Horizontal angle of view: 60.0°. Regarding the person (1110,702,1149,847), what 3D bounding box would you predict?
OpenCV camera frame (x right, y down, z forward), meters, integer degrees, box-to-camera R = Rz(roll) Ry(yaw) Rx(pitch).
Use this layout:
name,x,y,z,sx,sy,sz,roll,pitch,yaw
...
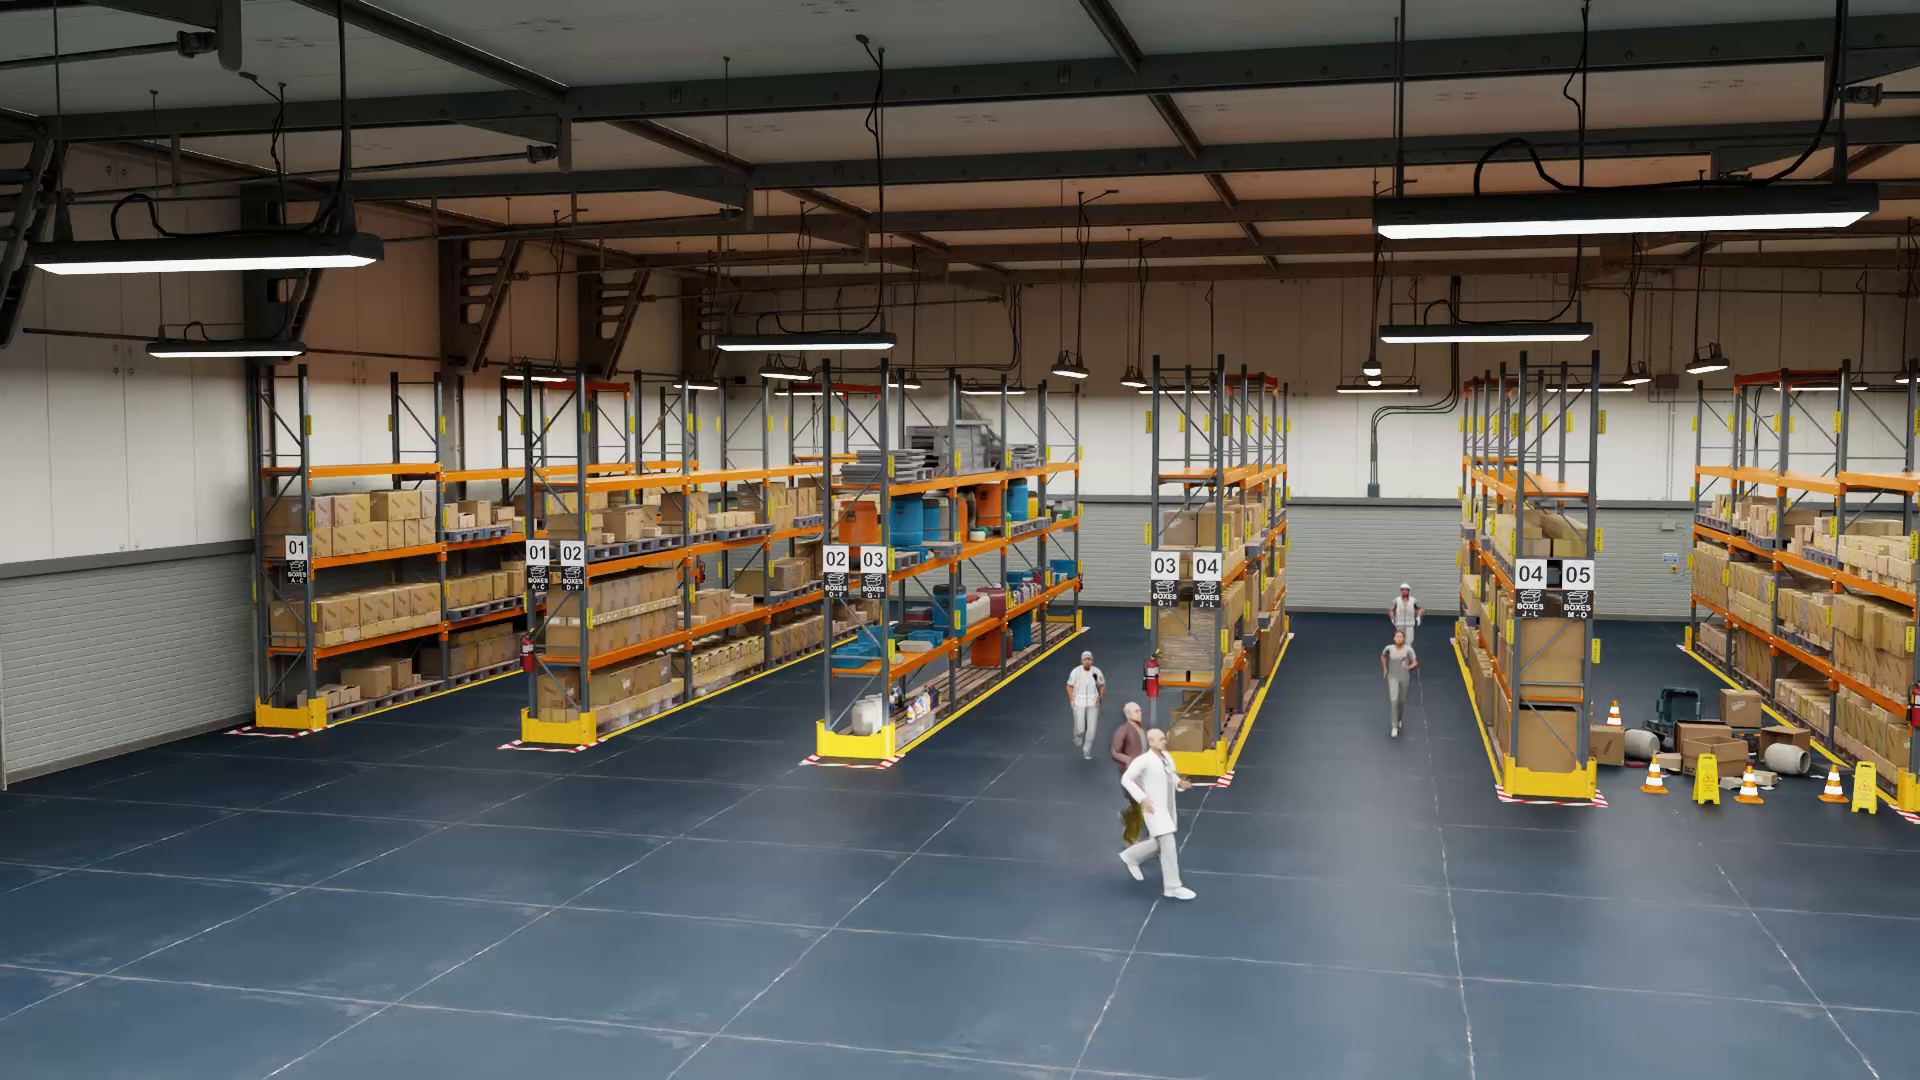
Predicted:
name,x,y,z,sx,sy,sz,roll,pitch,yaw
person,2.080,2.778,19.655,0.660,1.727,0.705,4,5,43

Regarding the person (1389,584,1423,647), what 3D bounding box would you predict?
name,x,y,z,sx,sy,sz,roll,pitch,yaw
person,9.186,1.771,34.273,0.669,1.748,0.848,1,4,15

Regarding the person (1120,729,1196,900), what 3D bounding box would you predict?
name,x,y,z,sx,sy,sz,roll,pitch,yaw
person,2.095,2.886,17.726,1.020,1.754,0.715,3,5,39

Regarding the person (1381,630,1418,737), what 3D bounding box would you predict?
name,x,y,z,sx,sy,sz,roll,pitch,yaw
person,7.145,2.299,27.062,0.559,1.703,0.839,1,4,9

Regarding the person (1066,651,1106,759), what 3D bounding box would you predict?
name,x,y,z,sx,sy,sz,roll,pitch,yaw
person,1.906,2.469,25.134,0.599,1.611,0.609,0,4,-2
